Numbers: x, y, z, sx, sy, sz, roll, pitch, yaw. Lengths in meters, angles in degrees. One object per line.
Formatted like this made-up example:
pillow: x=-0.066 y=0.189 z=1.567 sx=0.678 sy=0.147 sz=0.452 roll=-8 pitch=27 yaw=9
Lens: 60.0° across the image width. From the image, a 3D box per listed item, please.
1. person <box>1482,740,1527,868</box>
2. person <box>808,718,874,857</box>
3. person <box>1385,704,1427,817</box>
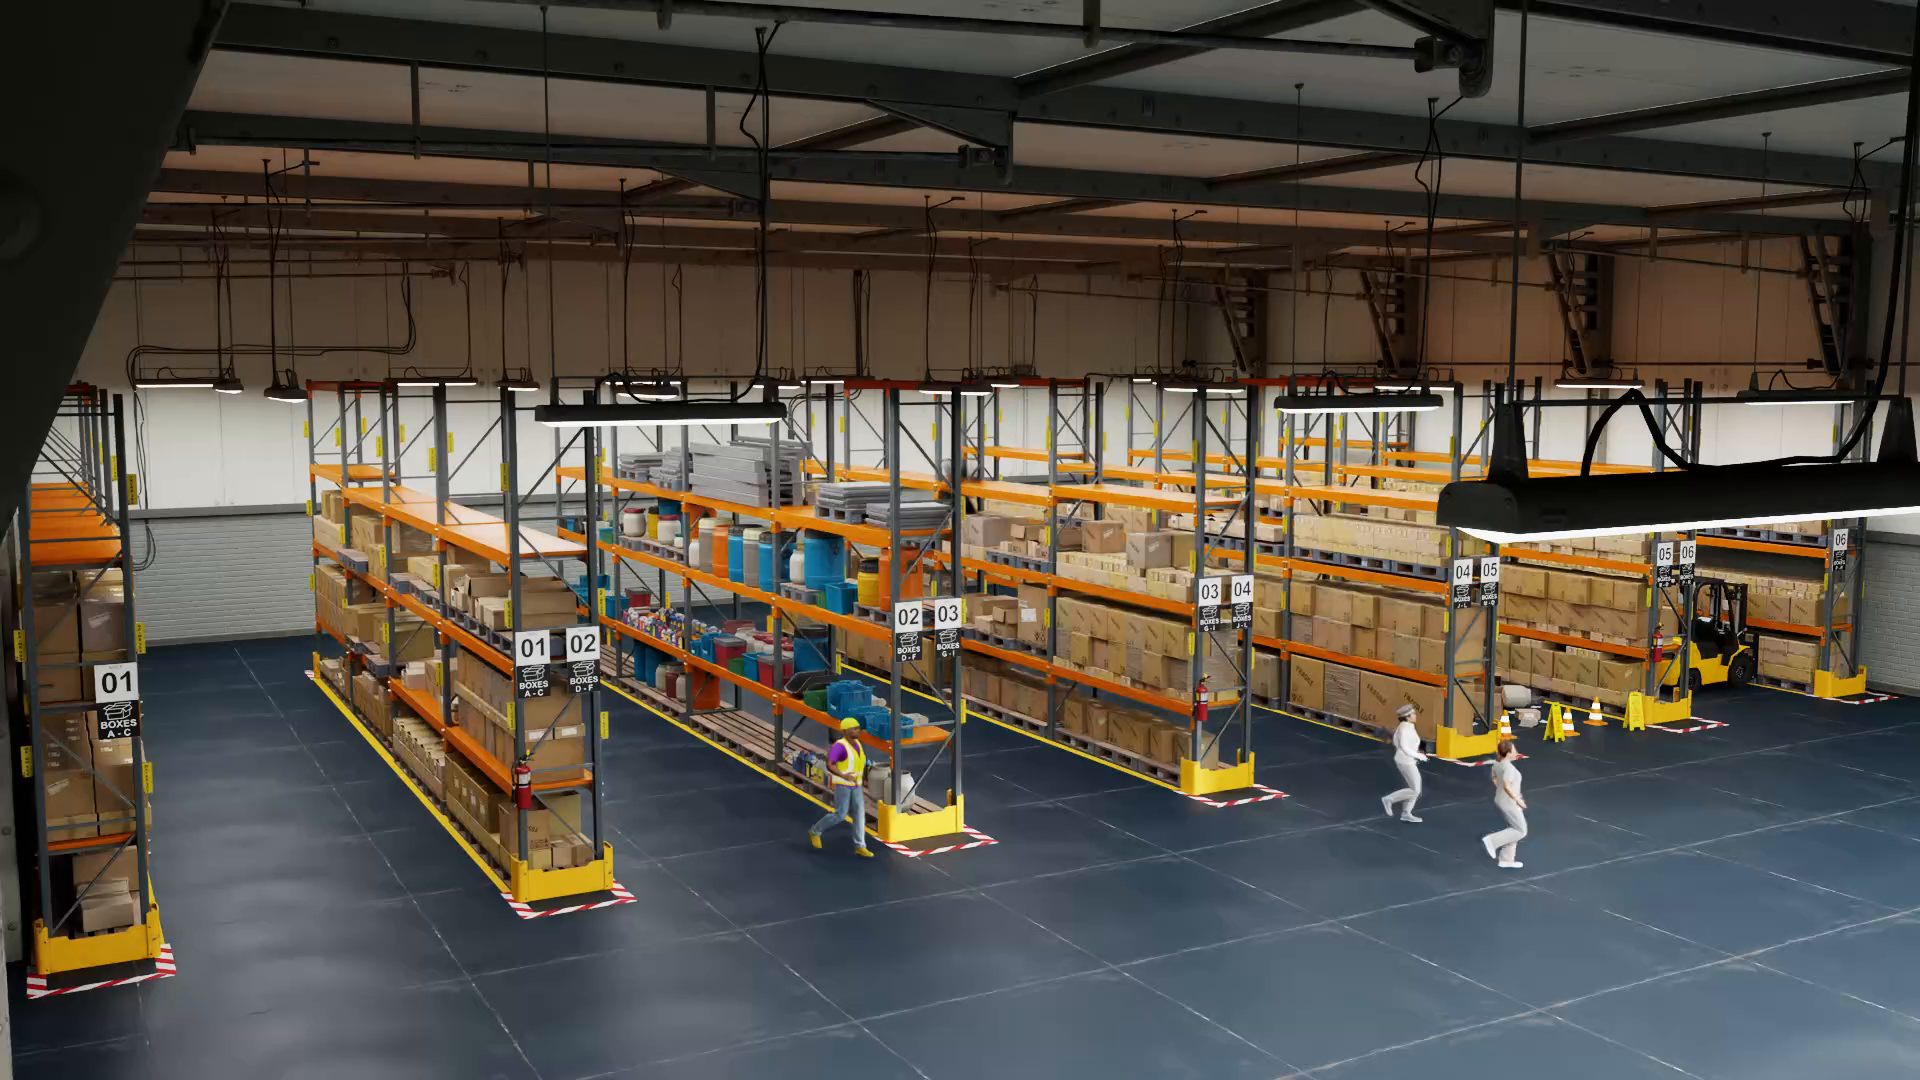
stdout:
person: x=6.820 y=3.314 z=20.861 sx=0.573 sy=1.626 sz=0.565 roll=-1 pitch=6 yaw=-5
person: x=-1.428 y=3.168 z=21.540 sx=0.962 sy=1.729 sz=0.764 roll=4 pitch=7 yaw=32
person: x=6.148 y=3.044 z=22.948 sx=0.548 sy=1.591 sz=0.608 roll=1 pitch=6 yaw=6
